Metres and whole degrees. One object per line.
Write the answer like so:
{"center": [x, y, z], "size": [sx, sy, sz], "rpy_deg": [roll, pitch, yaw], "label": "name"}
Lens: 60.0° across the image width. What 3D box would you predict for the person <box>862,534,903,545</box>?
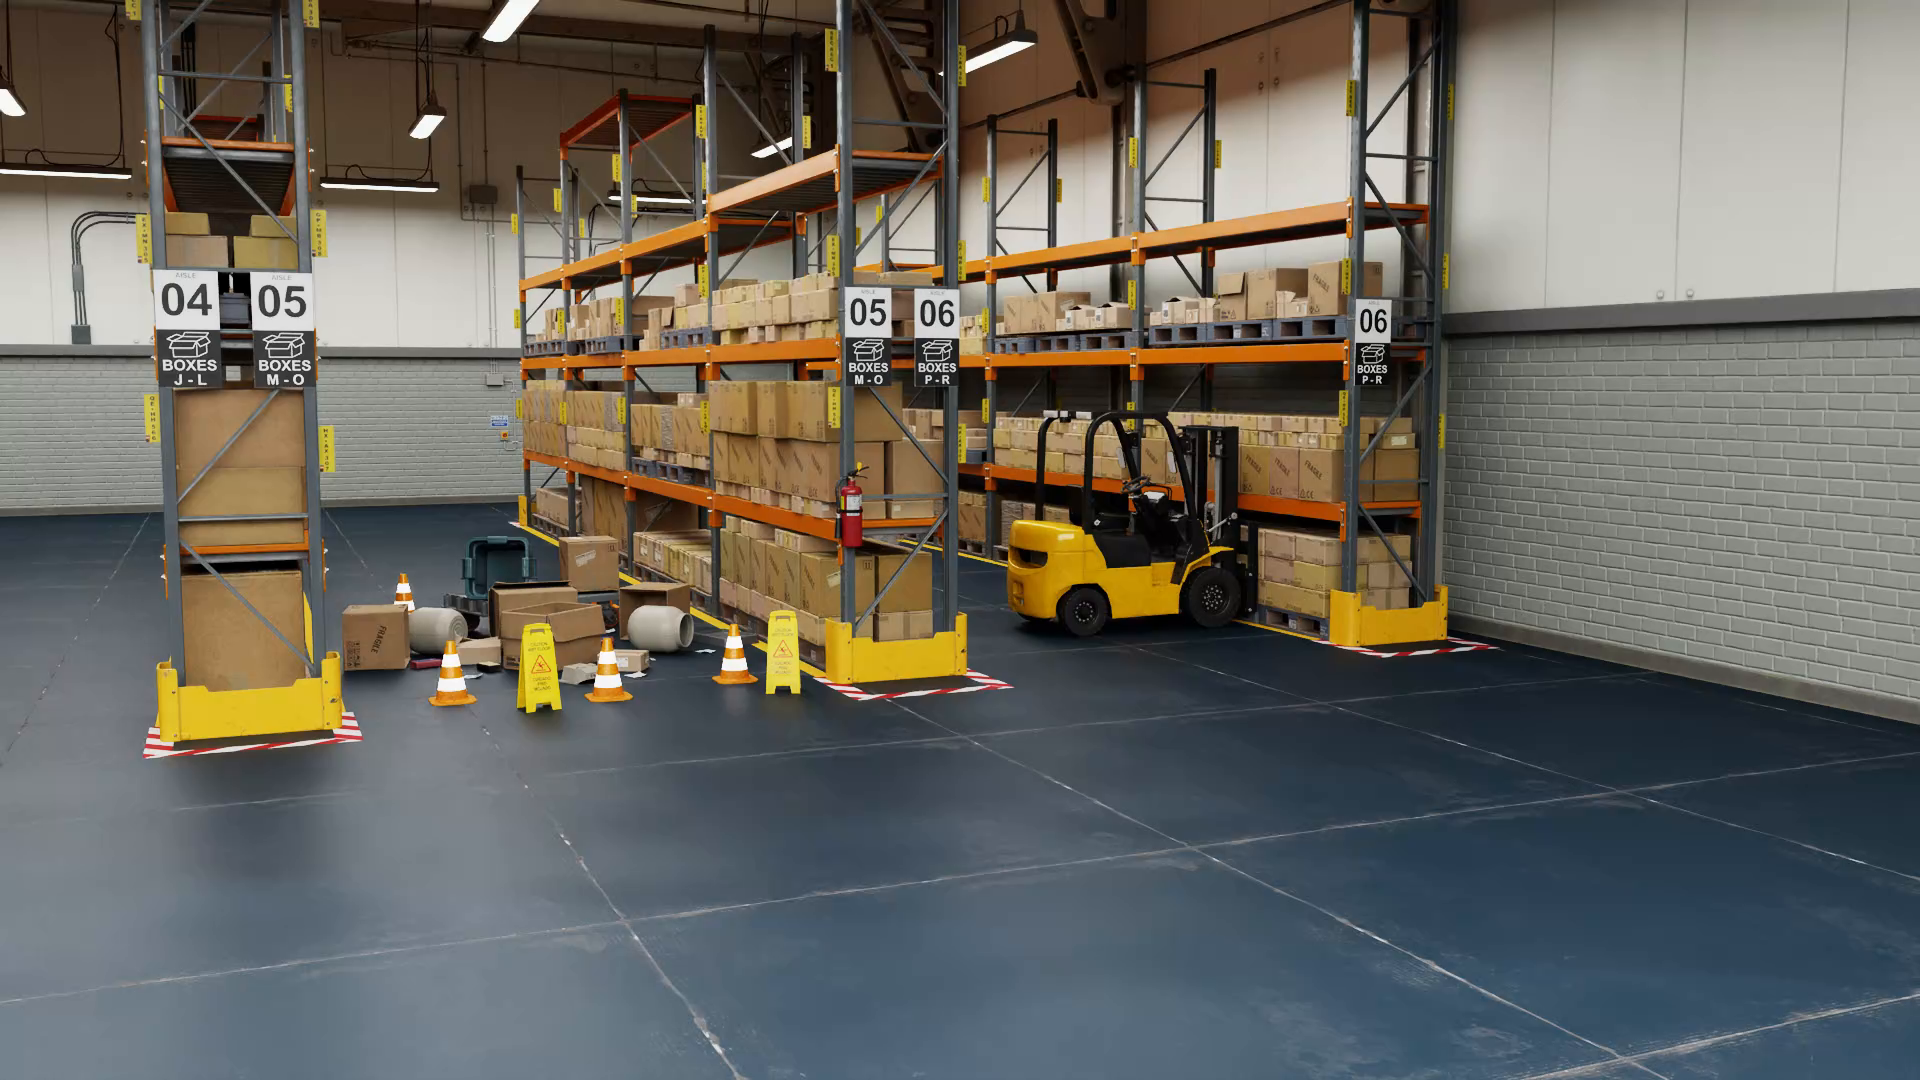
{"center": [-0.902, -0.175, 18.969], "size": [0.488, 1.614, 0.943], "rpy_deg": [0, 6, -5], "label": "person"}
